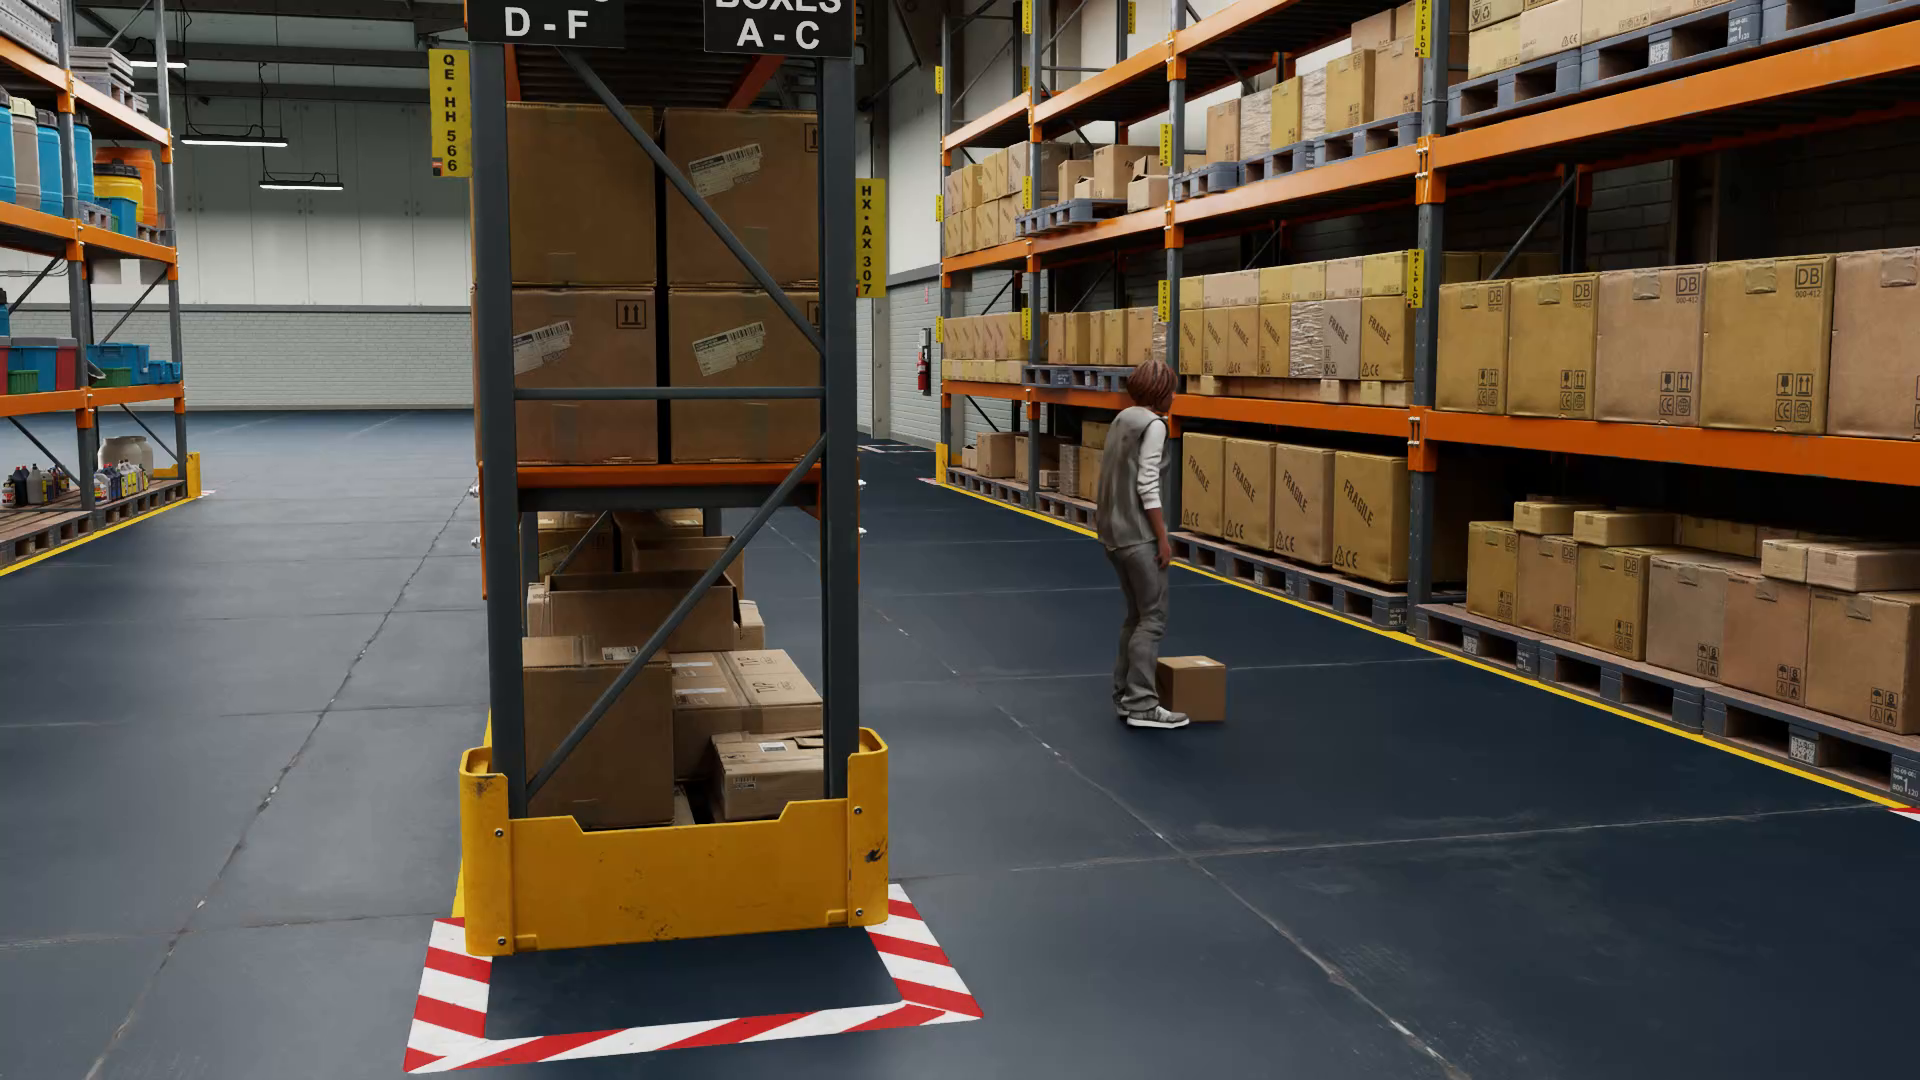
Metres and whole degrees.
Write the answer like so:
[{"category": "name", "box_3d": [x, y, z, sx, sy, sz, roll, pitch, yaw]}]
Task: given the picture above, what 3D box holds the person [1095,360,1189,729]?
[{"category": "person", "box_3d": [0.802, 0.008, 7.311, 0.377, 1.591, 0.477, -2, 7, -17]}]
